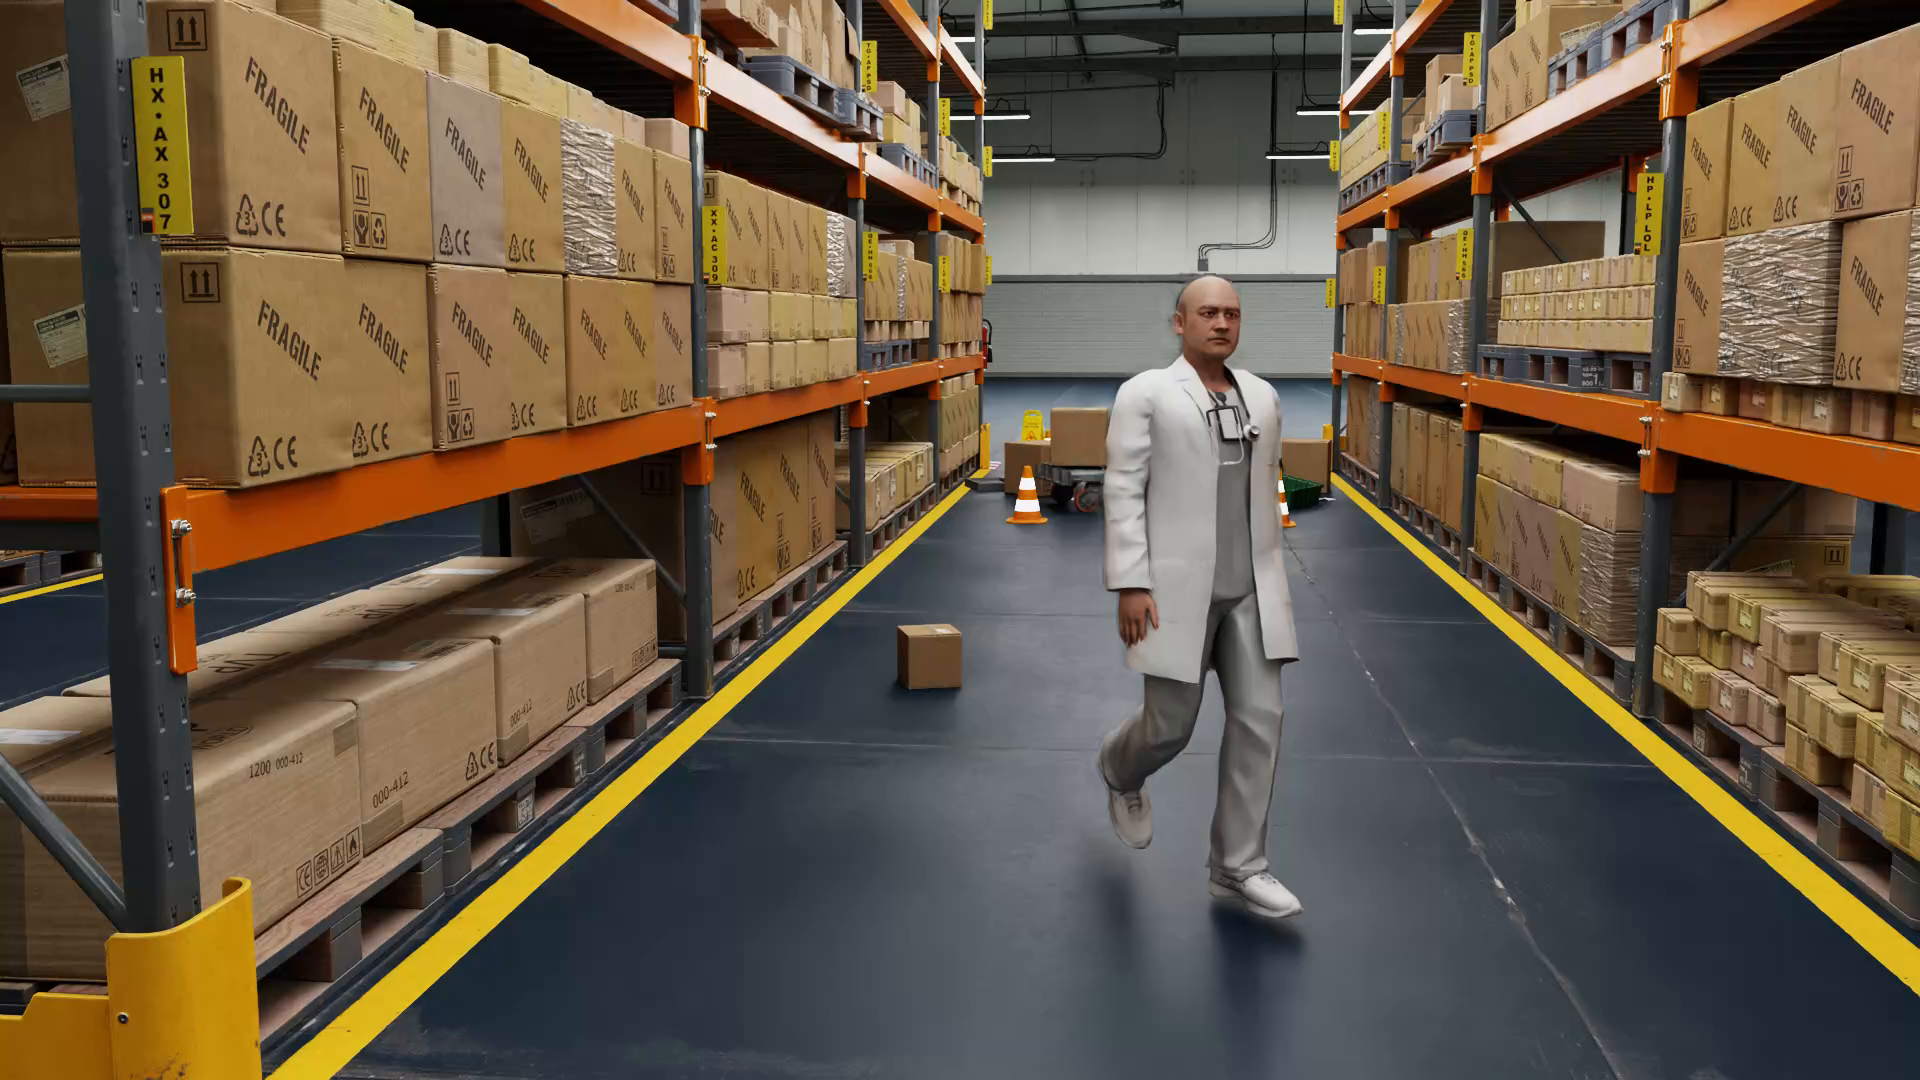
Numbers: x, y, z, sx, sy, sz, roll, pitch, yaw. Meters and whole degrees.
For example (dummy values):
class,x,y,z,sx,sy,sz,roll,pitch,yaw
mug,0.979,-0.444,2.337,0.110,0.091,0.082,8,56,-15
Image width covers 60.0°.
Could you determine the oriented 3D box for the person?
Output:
class,x,y,z,sx,sy,sz,roll,pitch,yaw
person,0.674,0.130,4.756,0.590,1.749,0.890,-3,8,-19
